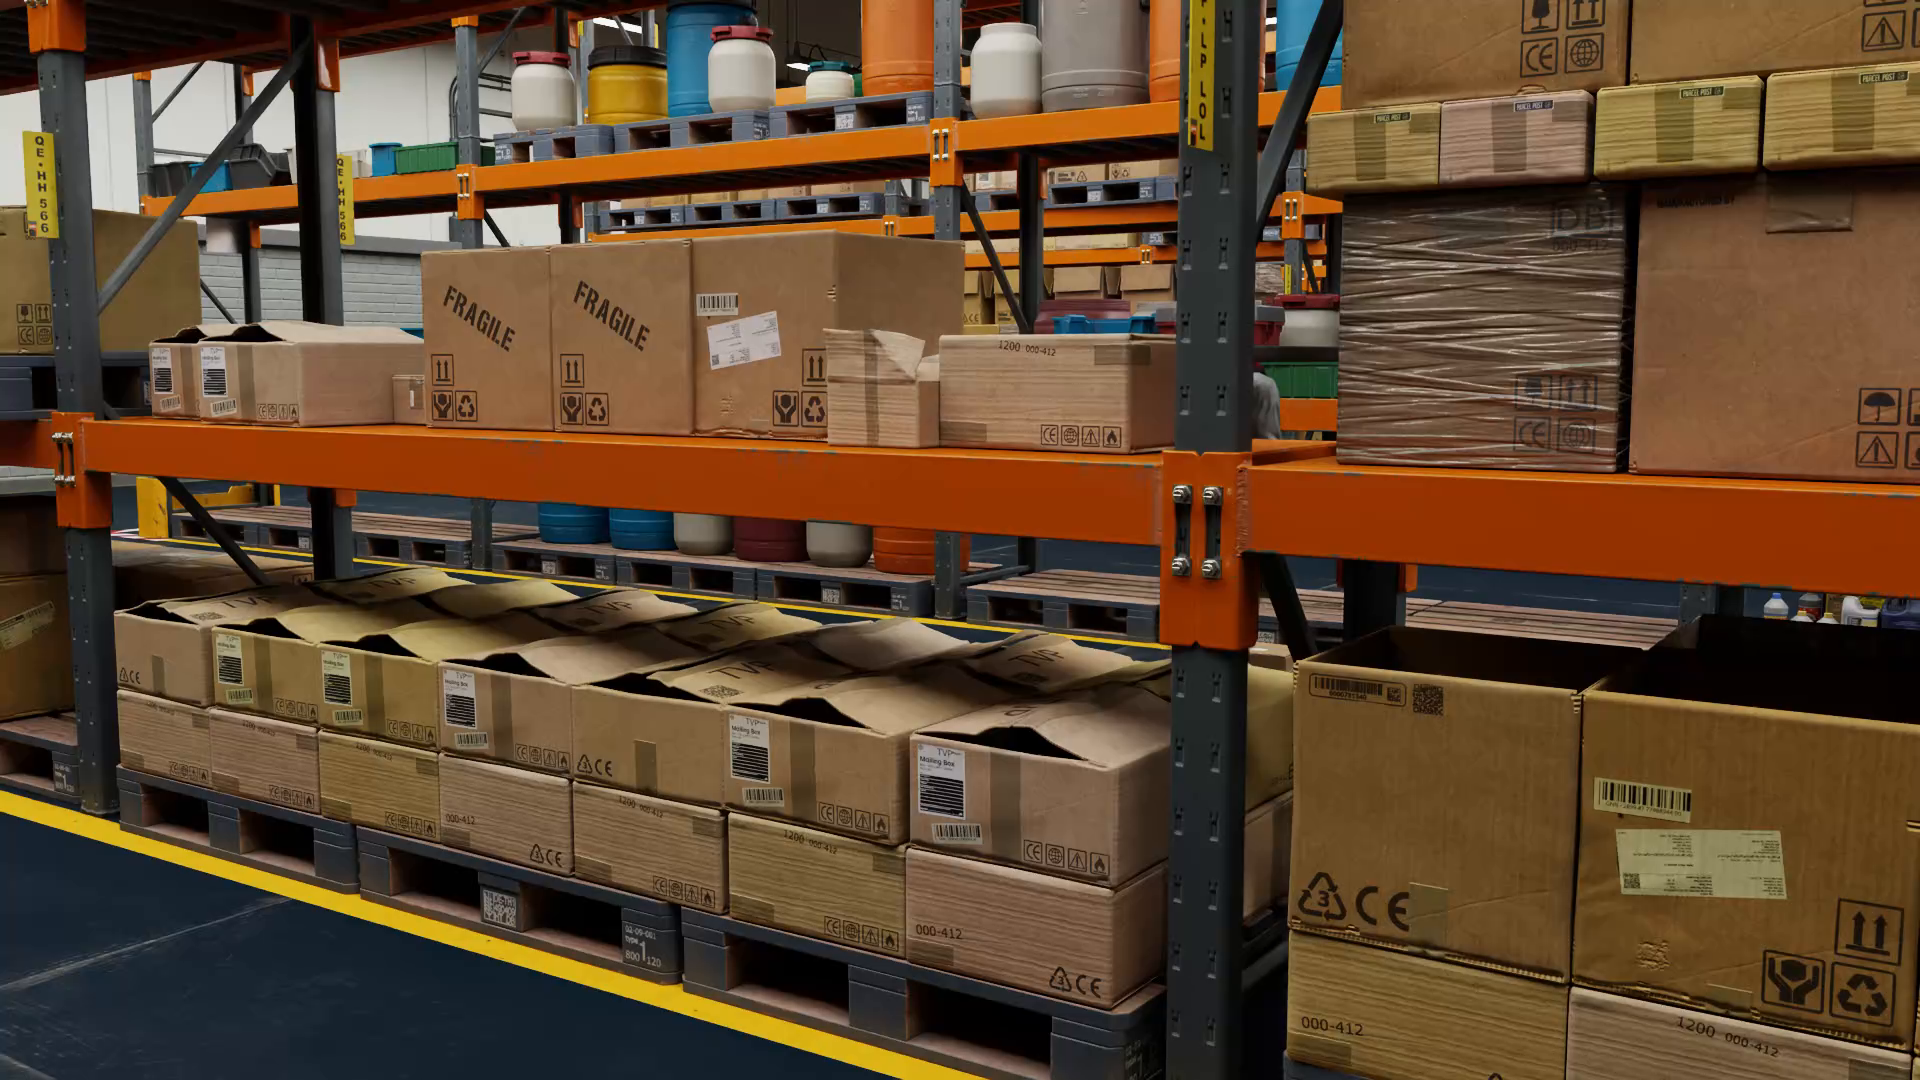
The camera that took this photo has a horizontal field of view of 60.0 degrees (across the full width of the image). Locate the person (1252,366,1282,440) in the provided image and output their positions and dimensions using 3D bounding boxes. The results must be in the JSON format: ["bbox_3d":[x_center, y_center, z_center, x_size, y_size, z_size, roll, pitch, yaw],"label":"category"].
[{"bbox_3d":[1.103,-0.075,6.746,0.575,1.777,0.433,6,9,43],"label":"person"}]
